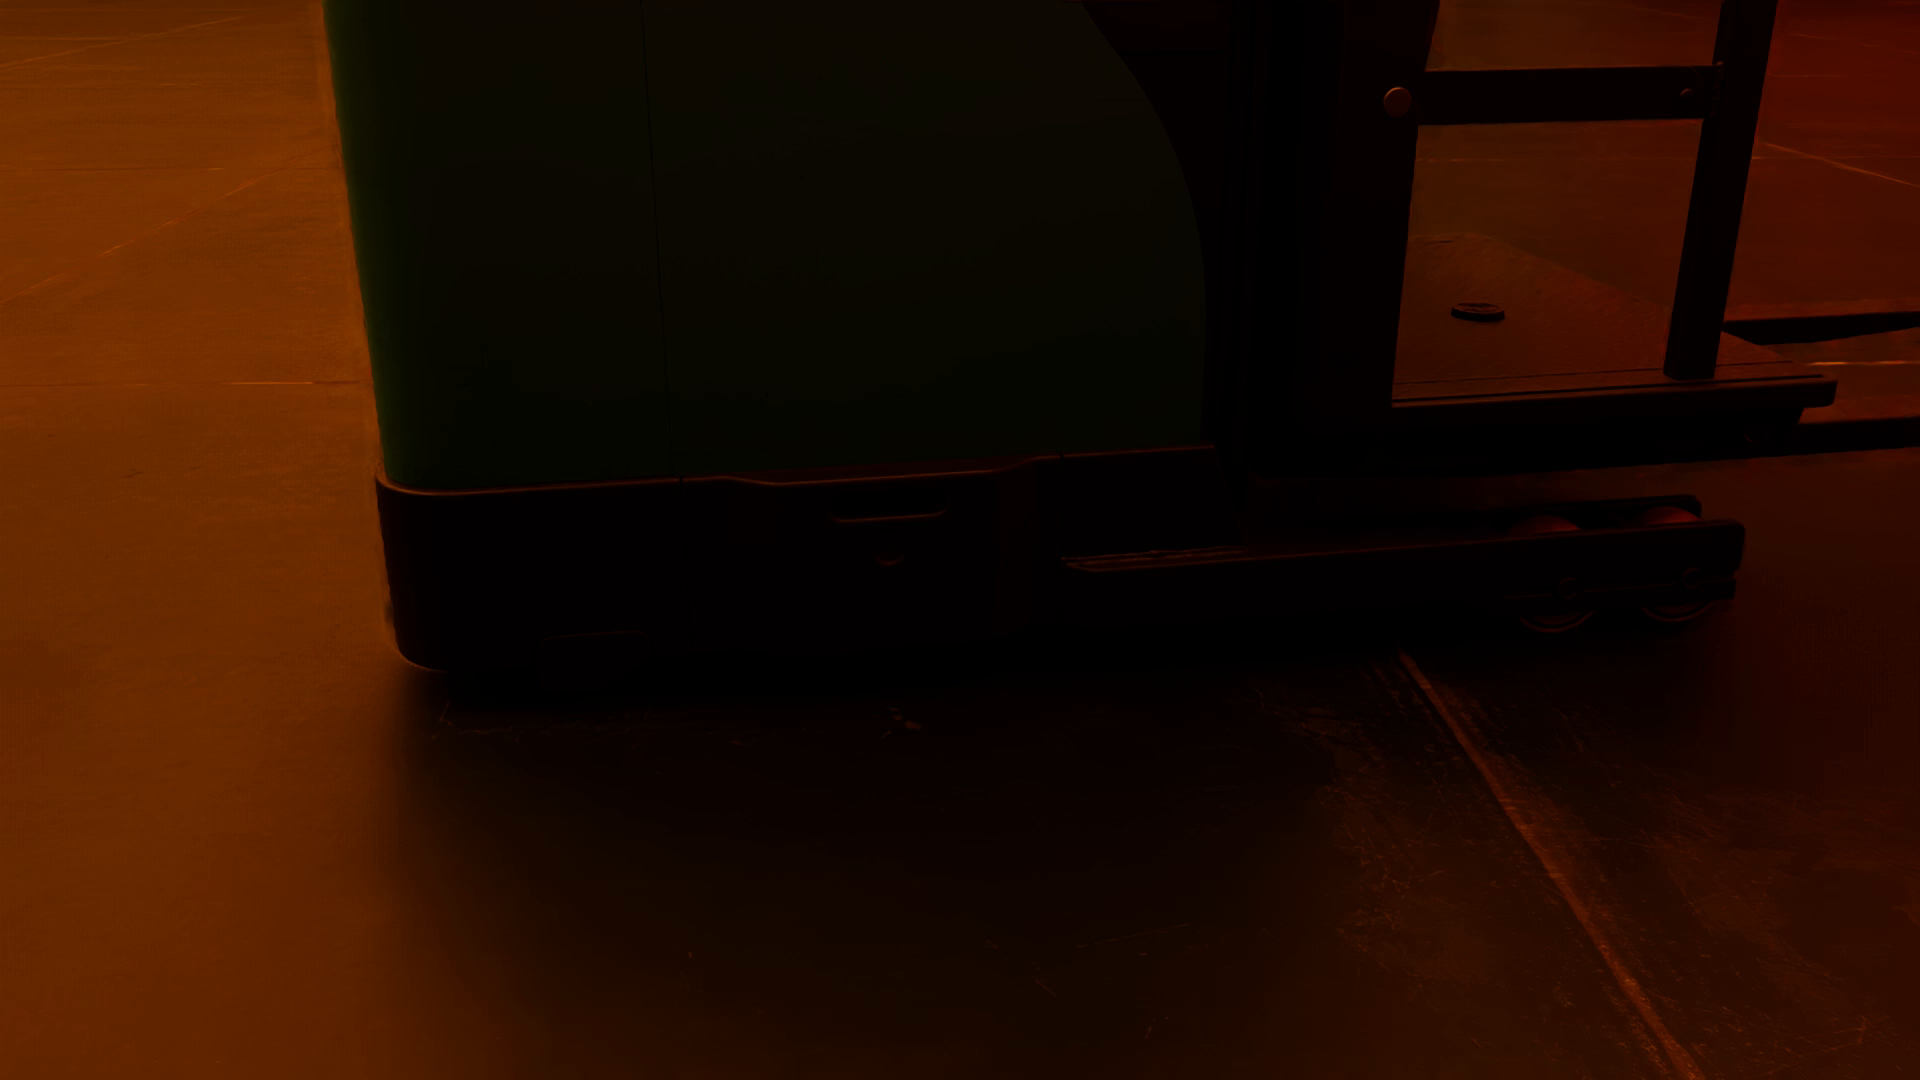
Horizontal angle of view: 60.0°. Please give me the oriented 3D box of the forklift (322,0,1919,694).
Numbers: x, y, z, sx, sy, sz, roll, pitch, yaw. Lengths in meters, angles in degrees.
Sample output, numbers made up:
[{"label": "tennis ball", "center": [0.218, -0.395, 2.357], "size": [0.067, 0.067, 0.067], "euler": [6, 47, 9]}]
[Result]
[{"label": "forklift", "center": [0.667, -1.416, 2.333], "size": [3.031, 2.935, 1.130], "euler": [-4, 22, -10]}]
